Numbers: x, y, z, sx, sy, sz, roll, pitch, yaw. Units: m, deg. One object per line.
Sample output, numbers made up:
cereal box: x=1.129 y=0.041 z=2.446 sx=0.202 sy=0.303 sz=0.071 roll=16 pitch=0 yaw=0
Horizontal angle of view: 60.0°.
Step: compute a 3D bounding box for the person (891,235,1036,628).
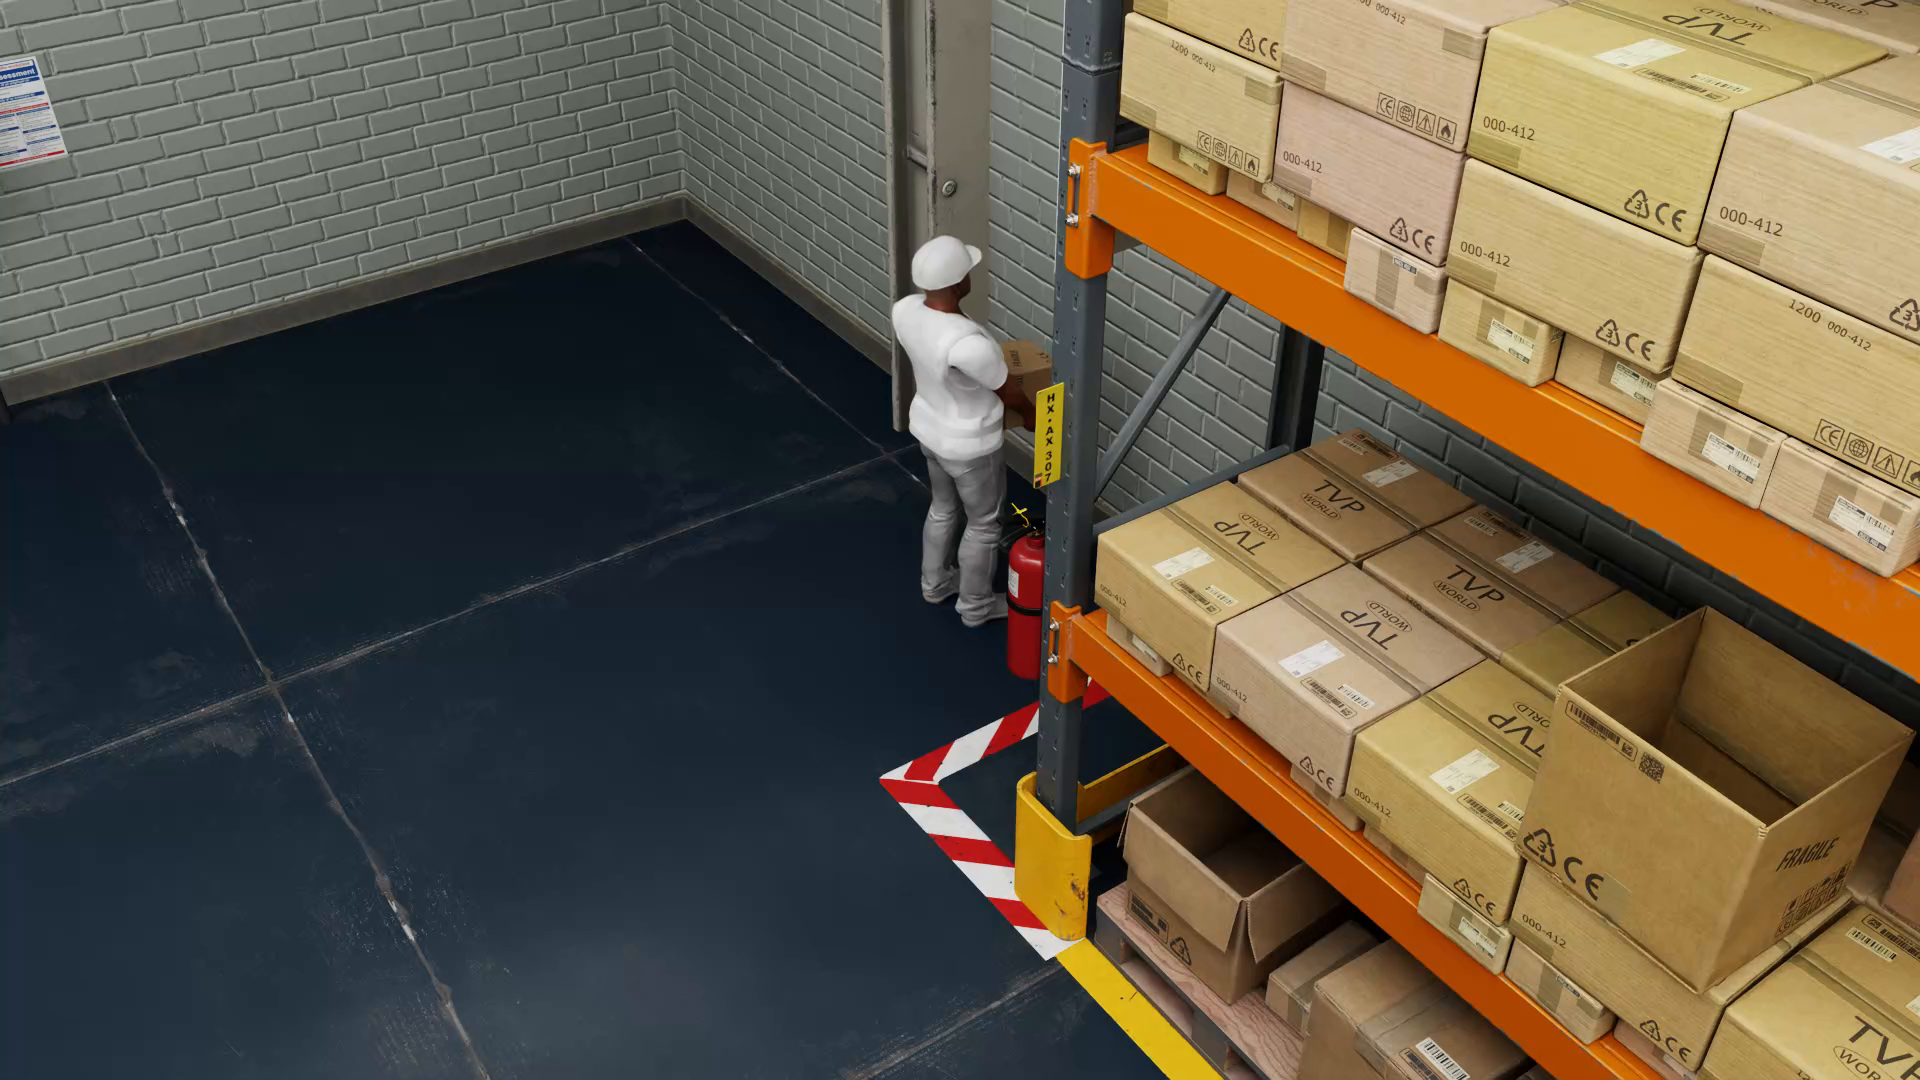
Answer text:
person: x=0.069 y=-0.458 z=6.759 sx=0.586 sy=1.760 sz=0.503 roll=-22 pitch=41 yaw=-27
